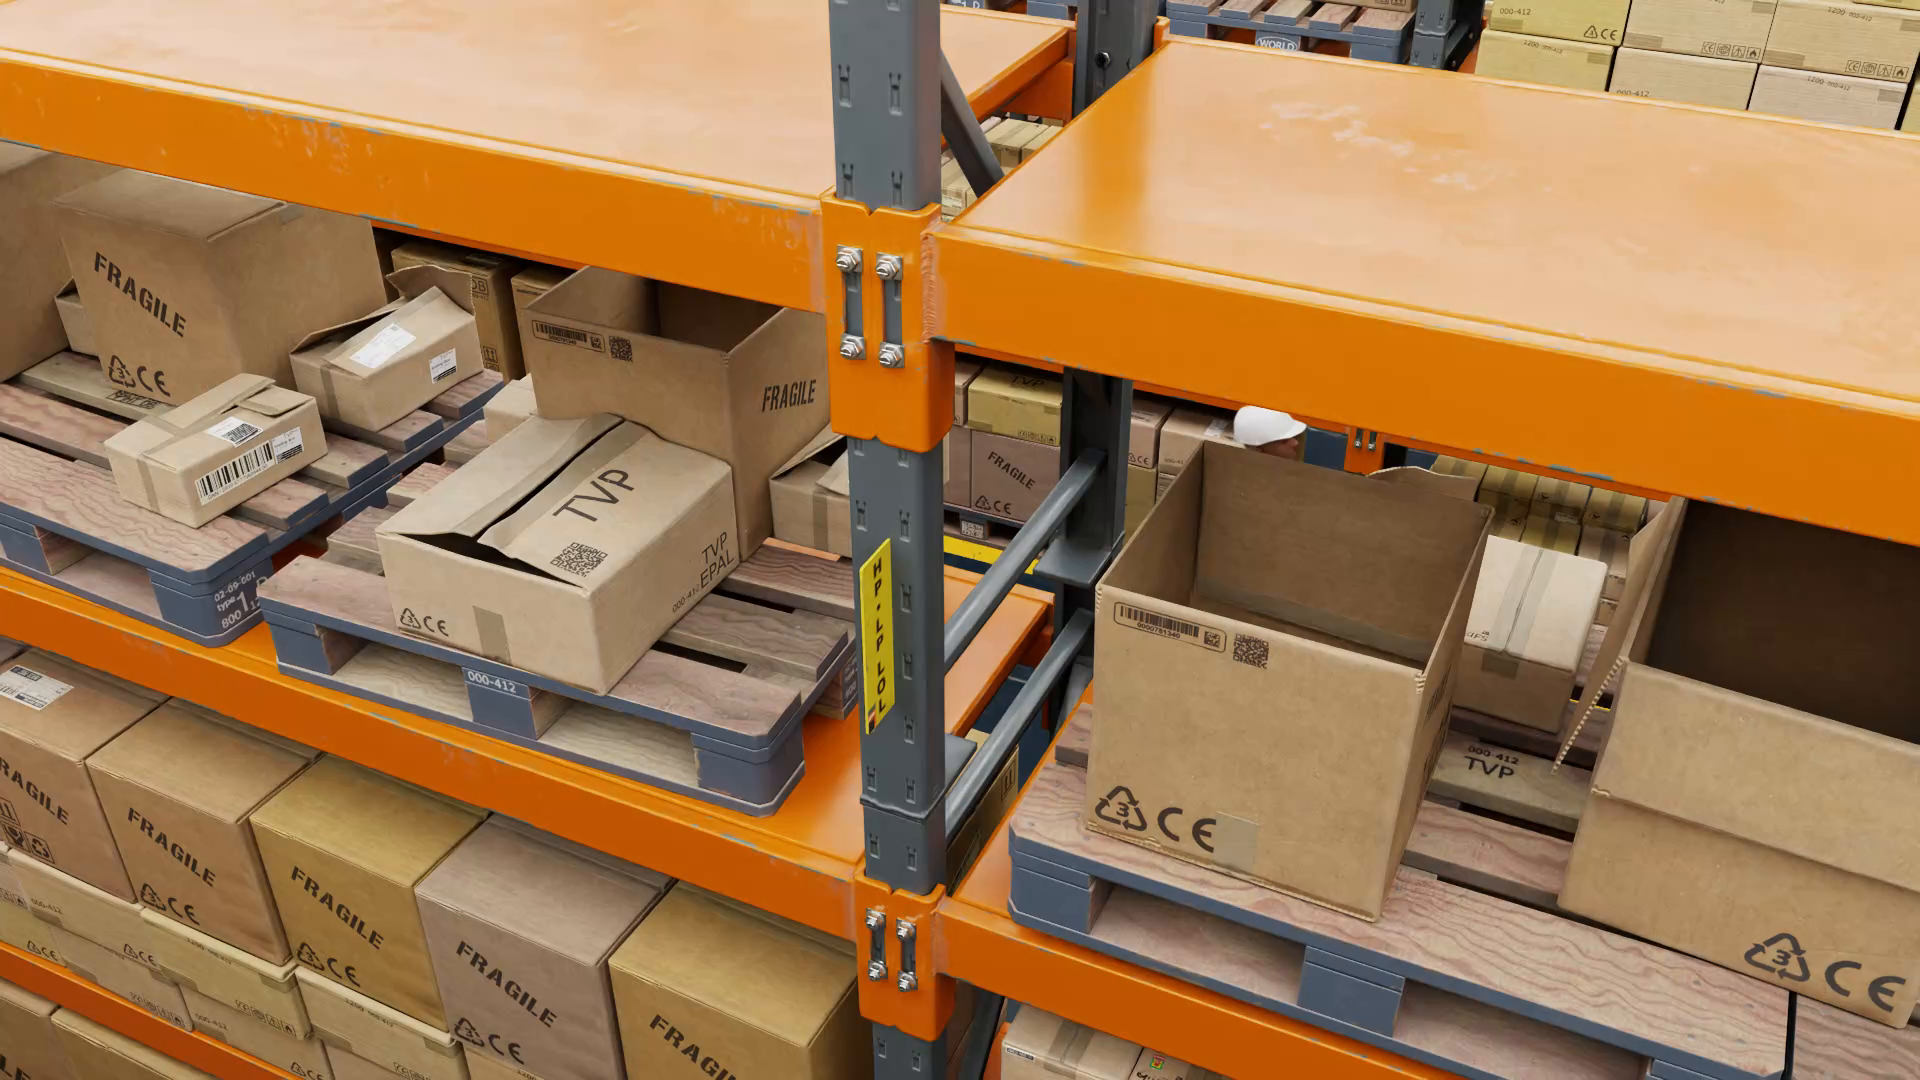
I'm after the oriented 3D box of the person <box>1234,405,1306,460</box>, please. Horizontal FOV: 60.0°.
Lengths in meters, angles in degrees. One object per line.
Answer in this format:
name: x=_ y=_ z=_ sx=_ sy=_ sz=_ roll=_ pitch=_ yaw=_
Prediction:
person: x=1.371 y=0.230 z=7.114 sx=0.573 sy=1.769 sz=0.513 roll=14 pitch=36 yaw=20
